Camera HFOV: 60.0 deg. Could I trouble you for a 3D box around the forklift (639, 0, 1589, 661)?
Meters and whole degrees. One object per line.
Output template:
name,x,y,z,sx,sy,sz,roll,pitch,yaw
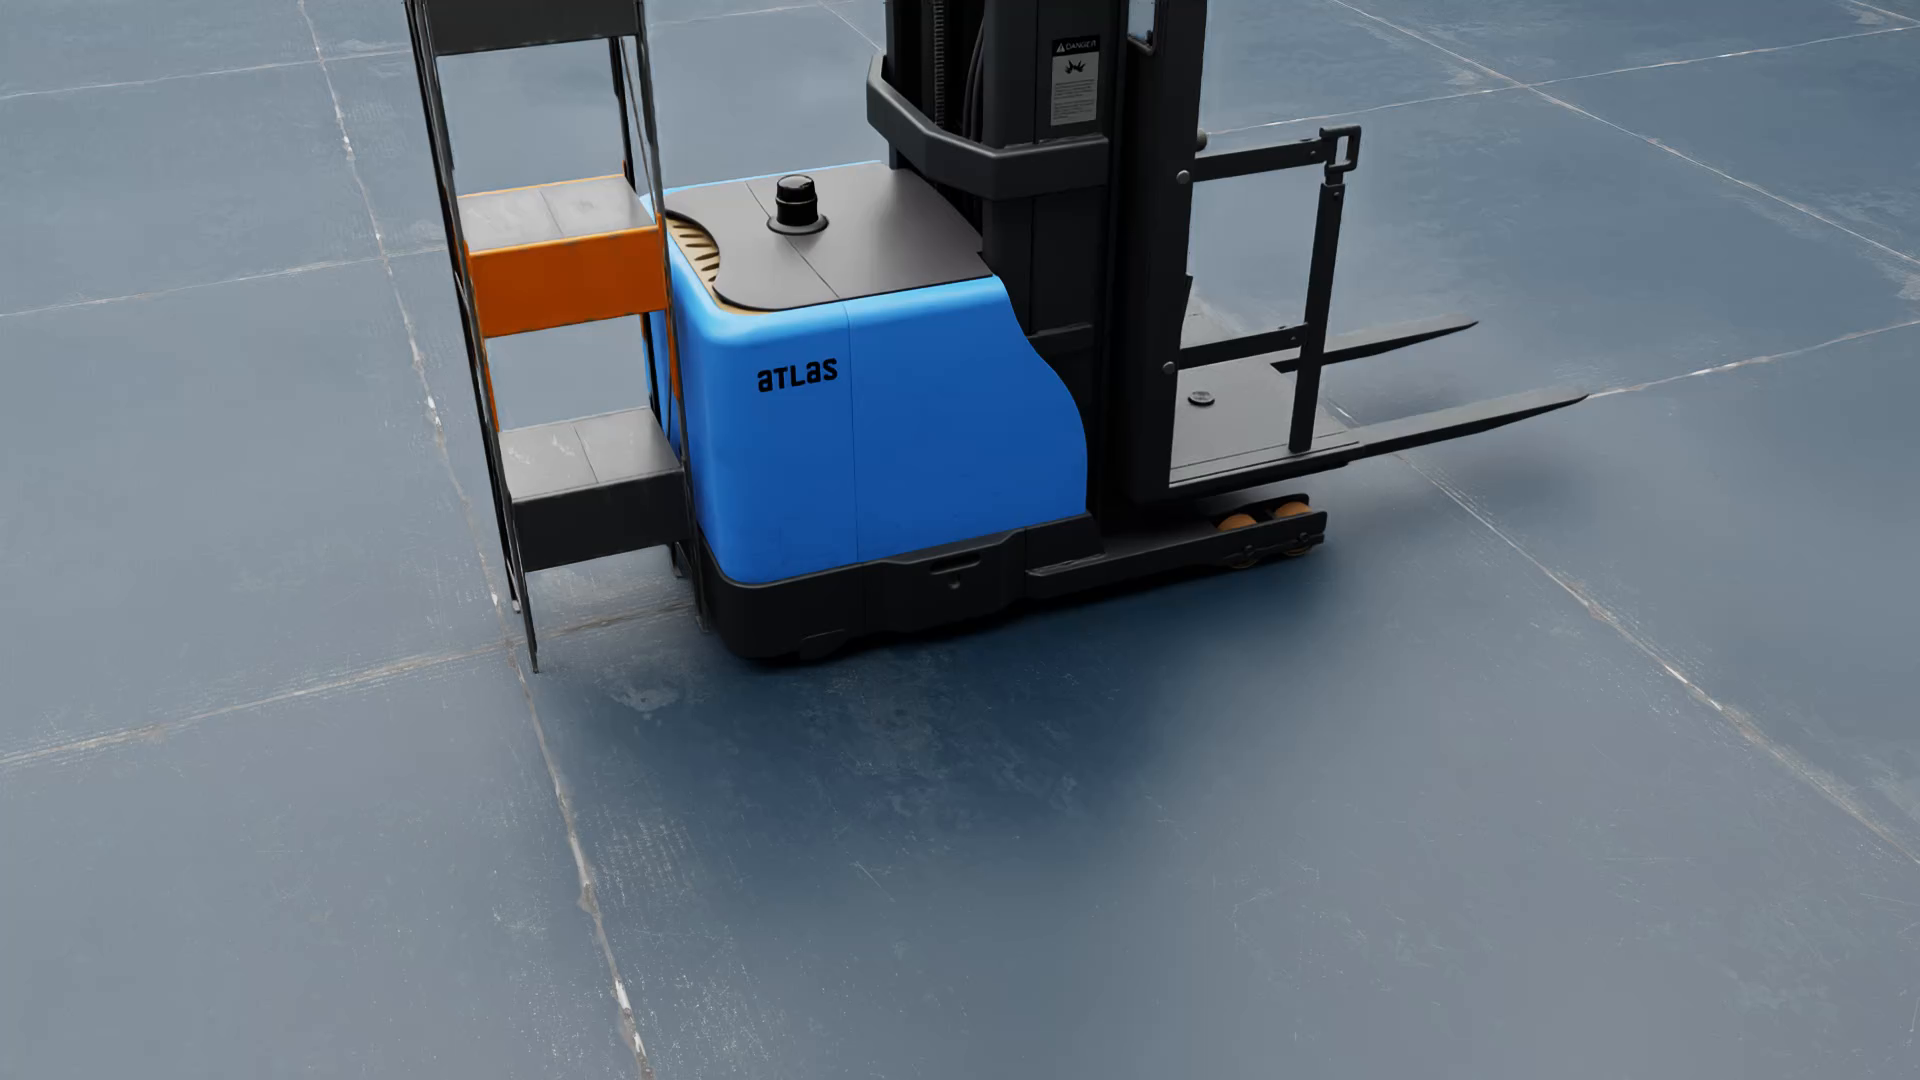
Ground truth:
forklift,0.593,-1.394,4.706,3.031,2.935,1.130,-12,35,-18

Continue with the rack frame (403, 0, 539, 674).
rack frame,-1.265,-0.607,4.257,0.015,2.100,0.400,-12,35,-18

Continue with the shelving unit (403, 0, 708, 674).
shelving unit,-1.038,-0.656,4.333,0.503,2.100,0.431,-12,35,-18

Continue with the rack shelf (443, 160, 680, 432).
rack shelf,-1.038,-0.645,4.341,0.480,0.518,0.431,-12,35,-18

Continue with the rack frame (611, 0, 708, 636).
rack frame,-0.812,-0.706,4.409,0.015,2.100,0.400,-12,35,-18

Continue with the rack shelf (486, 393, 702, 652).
rack shelf,-1.038,-0.058,4.722,0.480,0.518,0.431,-12,35,-18

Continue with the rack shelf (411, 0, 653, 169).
rack shelf,-1.038,-1.231,3.959,0.480,0.518,0.431,-12,35,-18
